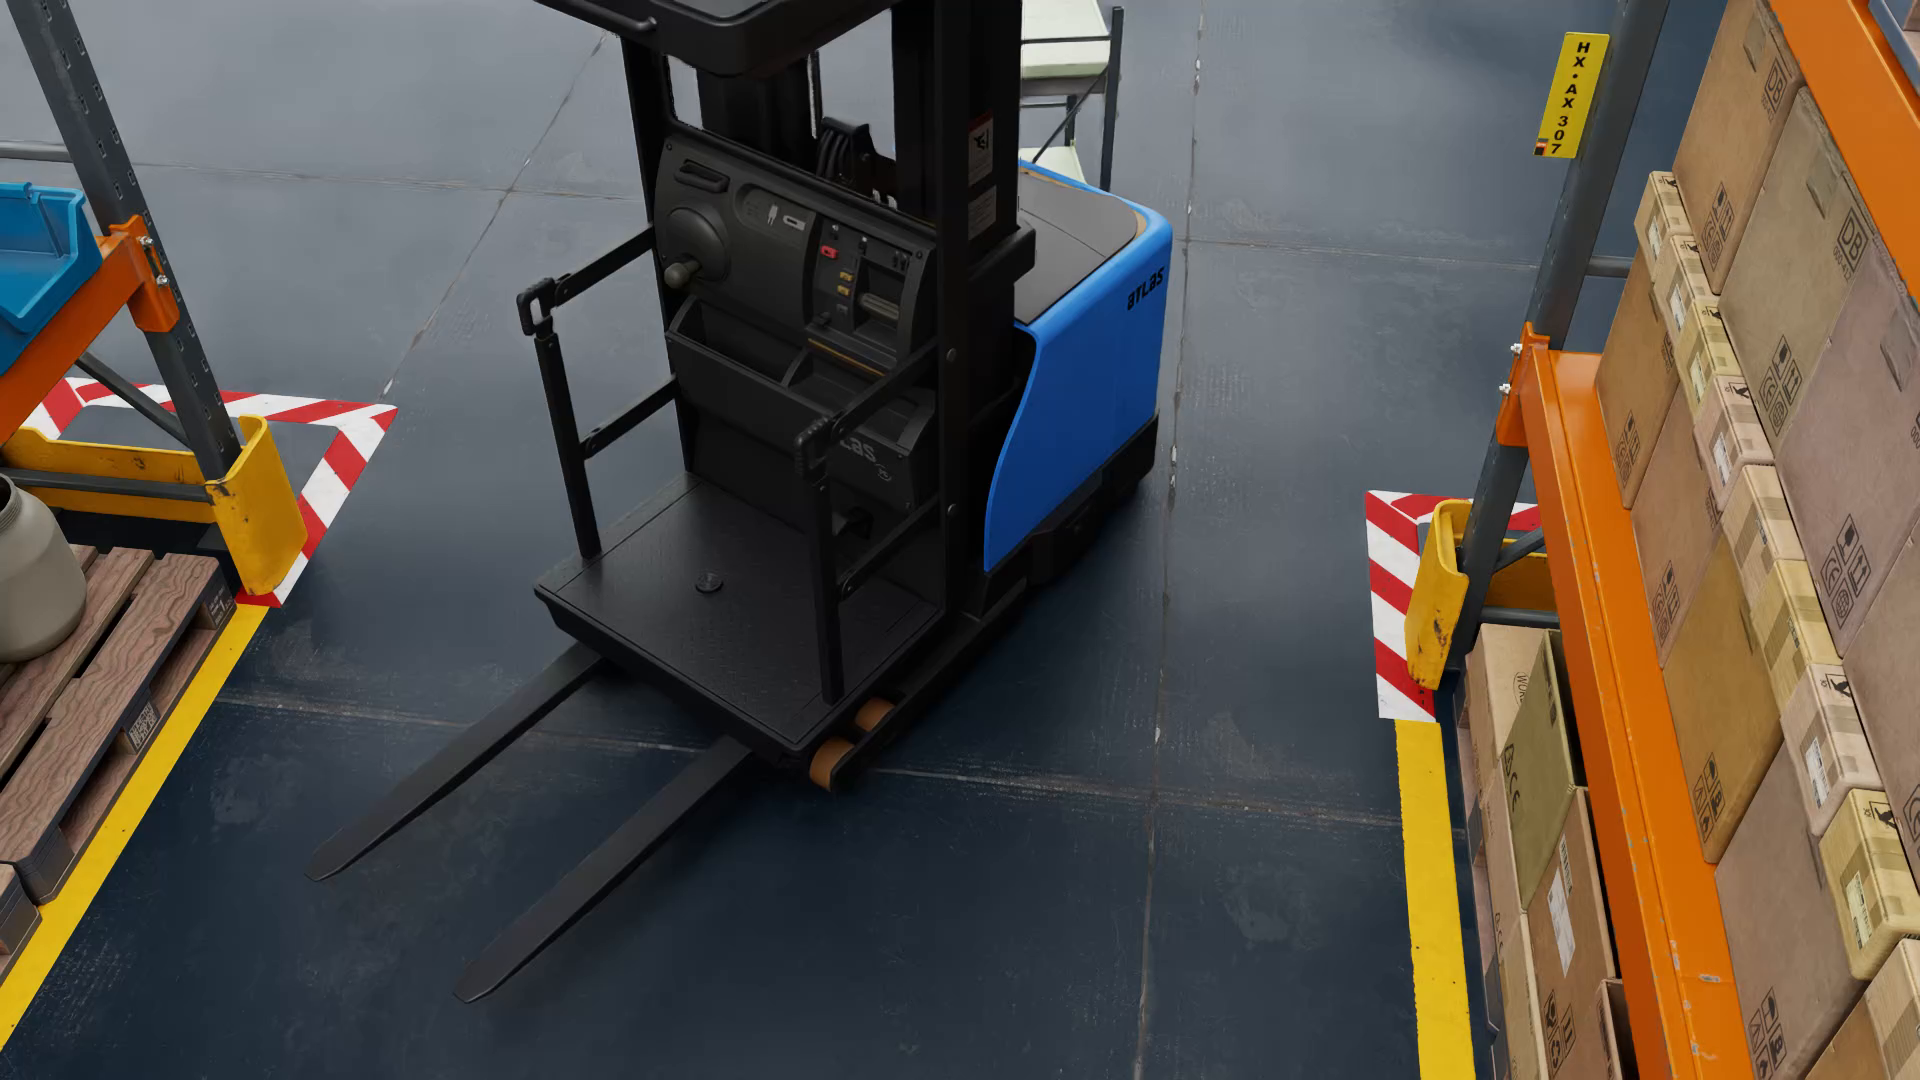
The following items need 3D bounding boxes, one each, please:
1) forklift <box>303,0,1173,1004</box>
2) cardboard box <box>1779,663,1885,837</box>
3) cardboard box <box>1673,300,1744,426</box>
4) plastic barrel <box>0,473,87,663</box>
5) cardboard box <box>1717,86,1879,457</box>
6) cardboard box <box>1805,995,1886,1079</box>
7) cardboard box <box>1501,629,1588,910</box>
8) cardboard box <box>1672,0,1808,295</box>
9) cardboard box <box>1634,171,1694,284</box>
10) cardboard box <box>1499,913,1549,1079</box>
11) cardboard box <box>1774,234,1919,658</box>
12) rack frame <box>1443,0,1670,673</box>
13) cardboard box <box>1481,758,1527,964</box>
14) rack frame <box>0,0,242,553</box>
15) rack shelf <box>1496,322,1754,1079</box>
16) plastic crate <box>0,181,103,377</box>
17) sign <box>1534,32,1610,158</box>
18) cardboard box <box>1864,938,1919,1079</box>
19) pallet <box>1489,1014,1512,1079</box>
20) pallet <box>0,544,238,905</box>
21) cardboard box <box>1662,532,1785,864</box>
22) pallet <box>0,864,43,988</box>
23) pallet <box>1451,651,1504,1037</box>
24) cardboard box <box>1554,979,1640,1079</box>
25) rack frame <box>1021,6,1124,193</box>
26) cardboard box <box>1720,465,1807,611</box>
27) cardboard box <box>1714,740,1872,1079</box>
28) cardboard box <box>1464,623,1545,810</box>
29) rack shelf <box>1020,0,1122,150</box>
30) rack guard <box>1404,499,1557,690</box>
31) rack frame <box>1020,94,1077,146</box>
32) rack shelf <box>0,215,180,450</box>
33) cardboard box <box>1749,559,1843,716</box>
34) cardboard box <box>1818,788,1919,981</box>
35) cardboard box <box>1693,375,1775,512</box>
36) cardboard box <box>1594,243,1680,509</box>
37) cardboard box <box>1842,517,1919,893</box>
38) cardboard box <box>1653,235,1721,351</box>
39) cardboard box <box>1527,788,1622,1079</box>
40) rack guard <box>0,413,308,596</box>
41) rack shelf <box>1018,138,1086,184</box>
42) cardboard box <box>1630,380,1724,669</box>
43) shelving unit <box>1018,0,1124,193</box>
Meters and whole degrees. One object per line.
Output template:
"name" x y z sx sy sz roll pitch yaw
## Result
"forklift" -0.595 -0.701 4.359 1.130 2.935 3.031 27 50 26
"cardboard box" 1.552 0.353 2.652 0.380 0.149 0.250 6 44 6
"cardboard box" 1.690 -0.345 3.388 0.380 0.149 0.250 5 44 6
"plastic barrel" -2.899 0.083 4.985 0.421 0.512 0.421 0 43 0
"cardboard box" 1.876 -0.466 3.045 0.700 0.500 0.500 4 44 4
"cardboard box" 1.679 1.014 2.425 0.700 0.500 0.500 6 44 6
"cardboard box" 1.666 0.589 4.095 0.500 0.500 0.500 5 44 6
"cardboard box" 1.940 -0.825 3.424 0.700 0.500 0.500 5 44 6
"cardboard box" 1.756 -0.695 3.758 0.380 0.149 0.250 5 44 5
"cardboard box" 1.601 1.202 3.993 0.500 0.250 0.500 5 44 6
"cardboard box" 1.810 -0.123 2.682 0.700 0.500 0.500 5 44 6
"rack frame" 2.022 -0.671 4.277 1.000 3.000 0.127 5 44 6
"cardboard box" 1.668 0.861 4.353 0.500 0.250 0.500 5 44 6
"rack frame" -2.888 -1.124 4.755 1.000 3.000 0.127 5 44 6
"rack shelf" 1.757 0.953 3.085 1.077 0.370 4.000 5 44 6
"plastic crate" -2.657 -0.701 4.417 0.499 0.251 0.616 5 44 6
"sign" 1.472 -1.069 4.010 0.100 0.325 0.005 5 44 6
"cardboard box" 1.486 0.713 2.271 0.380 0.149 0.250 6 44 7
"pallet" 1.798 1.696 3.806 1.003 0.211 1.213 5 44 6
"pallet" -2.964 0.498 5.070 1.003 0.211 1.213 5 44 6
"cardboard box" 1.811 0.306 3.173 0.700 0.500 0.500 6 44 6
"pallet" -3.128 1.327 4.195 1.003 0.211 1.213 5 44 6
"pallet" 1.962 0.867 4.681 1.003 0.211 1.213 5 44 6
"cardboard box" 1.529 1.270 3.376 0.500 0.500 0.500 5 44 6
"rack frame" 0.327 -1.170 5.892 0.400 1.500 0.023 -4 44 -5
"cardboard box" 1.621 0.009 3.015 0.380 0.149 0.250 4 44 4
"cardboard box" 1.745 0.665 2.793 0.700 0.500 0.500 6 44 7
"cardboard box" 1.730 0.520 4.713 0.500 0.250 0.500 5 44 6
"rack shelf" 0.290 -1.704 5.888 0.431 0.370 0.720 -4 44 -5
"rack guard" 2.025 0.220 5.154 1.175 0.500 0.348 5 44 6
"rack frame" 0.249 -1.671 6.420 0.400 1.500 0.023 -4 44 -5
"rack shelf" -3.152 0.501 3.563 1.077 0.370 4.000 5 44 6
"cardboard box" 1.588 0.183 2.831 0.380 0.149 0.250 5 44 5
"cardboard box" 1.518 0.532 2.462 0.380 0.149 0.250 7 44 7
"cardboard box" 1.654 -0.173 3.207 0.380 0.149 0.250 5 44 5
"cardboard box" 1.947 -0.390 3.908 0.700 0.500 0.500 5 44 6
"cardboard box" 1.744 0.219 2.321 0.700 0.500 0.500 5 44 6
"cardboard box" 1.724 -0.515 3.568 0.380 0.149 0.250 4 44 4
"cardboard box" 1.613 0.931 3.734 0.500 0.500 0.500 5 44 6
"rack guard" -2.851 -0.160 5.555 1.175 0.500 0.348 5 44 6
"rack shelf" 0.285 -1.184 6.381 0.431 0.370 0.720 -4 44 -5
"cardboard box" 1.883 -0.032 3.529 0.700 0.500 0.500 6 44 7
"shelving unit" 0.288 -1.421 6.156 0.431 1.500 0.755 -4 44 -5
